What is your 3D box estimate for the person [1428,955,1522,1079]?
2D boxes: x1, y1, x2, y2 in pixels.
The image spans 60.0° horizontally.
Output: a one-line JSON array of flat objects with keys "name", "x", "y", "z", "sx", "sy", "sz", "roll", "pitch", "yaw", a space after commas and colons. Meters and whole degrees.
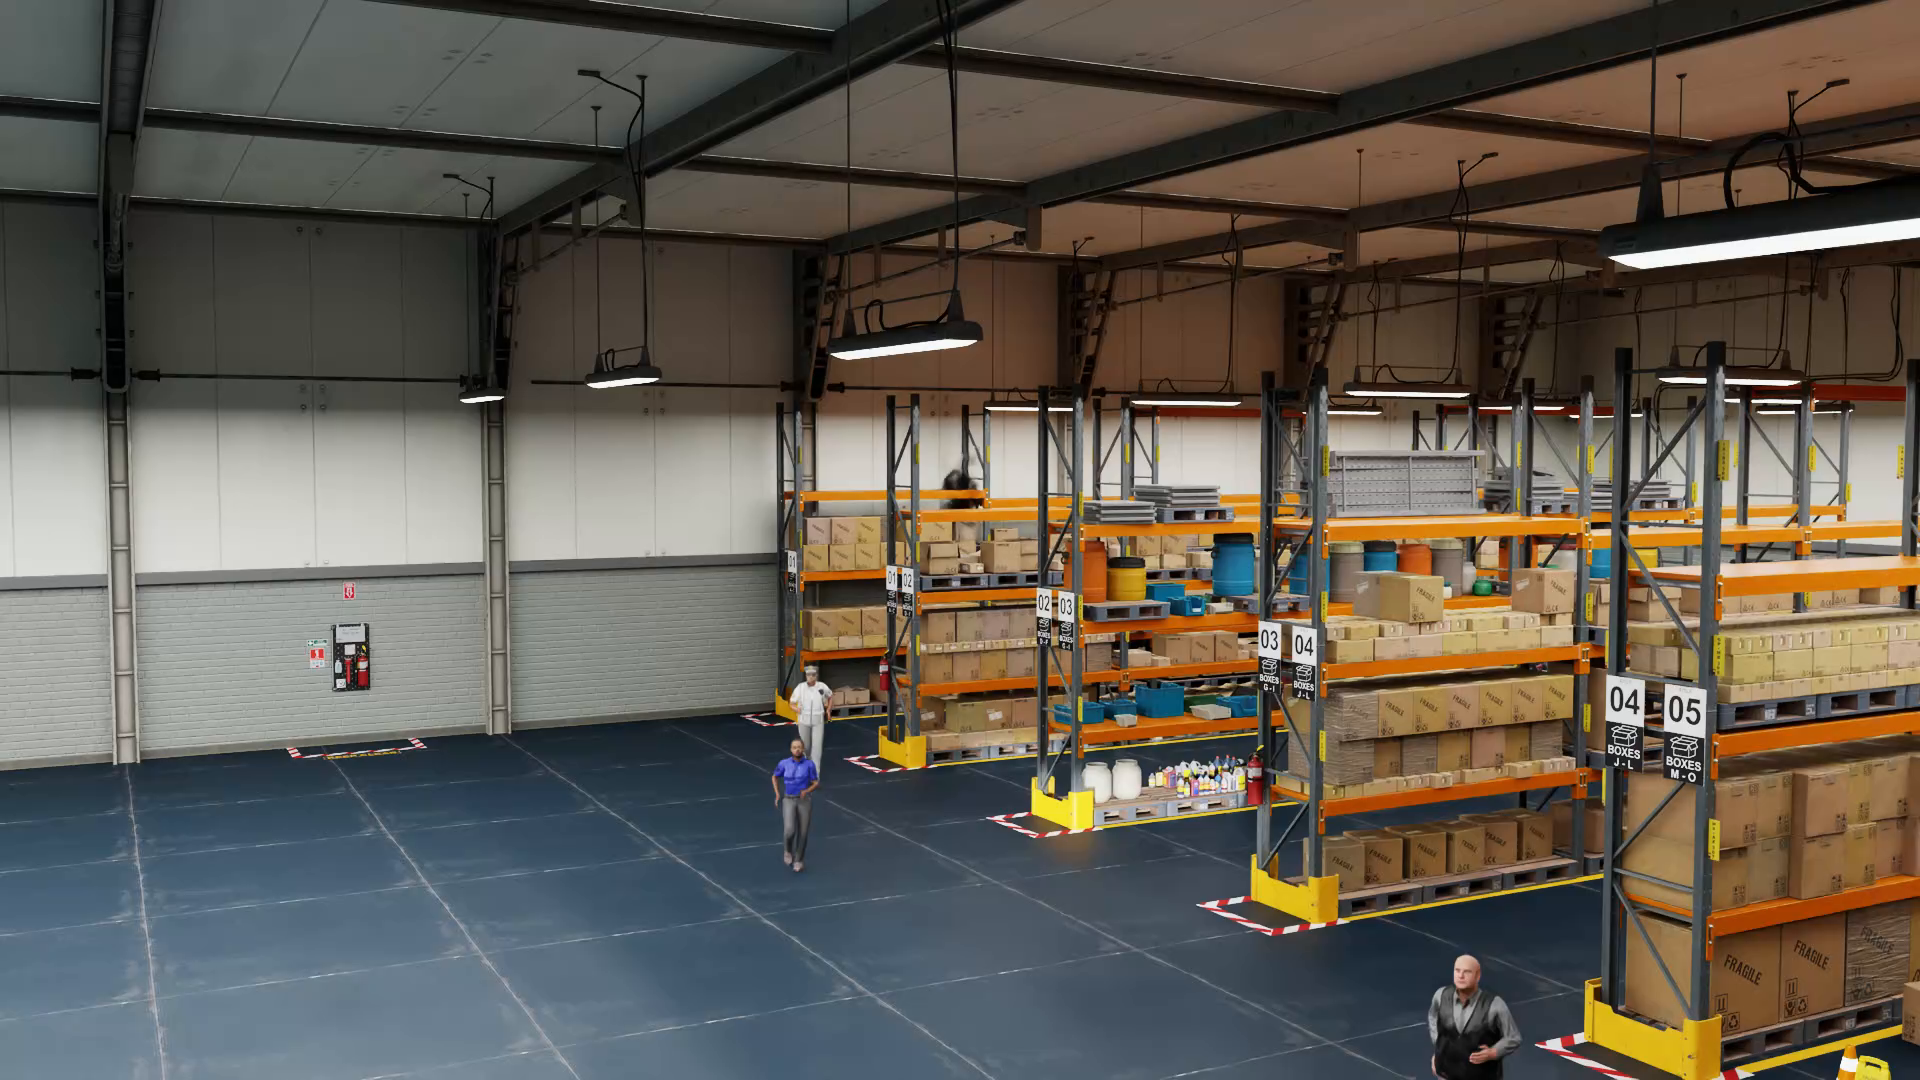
[{"name": "person", "x": 3.464, "y": 3.666, "z": 11.264, "sx": 0.648, "sy": 1.736, "sz": 0.890, "roll": 2, "pitch": 4, "yaw": 26}]

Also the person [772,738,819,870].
[{"name": "person", "x": -1.981, "y": 3.211, "z": 20.114, "sx": 0.560, "sy": 1.615, "sz": 0.576, "roll": 0, "pitch": 3, "yaw": -9}]

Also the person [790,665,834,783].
[{"name": "person", "x": -2.297, "y": 2.812, "z": 25.752, "sx": 0.675, "sy": 1.771, "sz": 0.983, "roll": 0, "pitch": 3, "yaw": -3}]
